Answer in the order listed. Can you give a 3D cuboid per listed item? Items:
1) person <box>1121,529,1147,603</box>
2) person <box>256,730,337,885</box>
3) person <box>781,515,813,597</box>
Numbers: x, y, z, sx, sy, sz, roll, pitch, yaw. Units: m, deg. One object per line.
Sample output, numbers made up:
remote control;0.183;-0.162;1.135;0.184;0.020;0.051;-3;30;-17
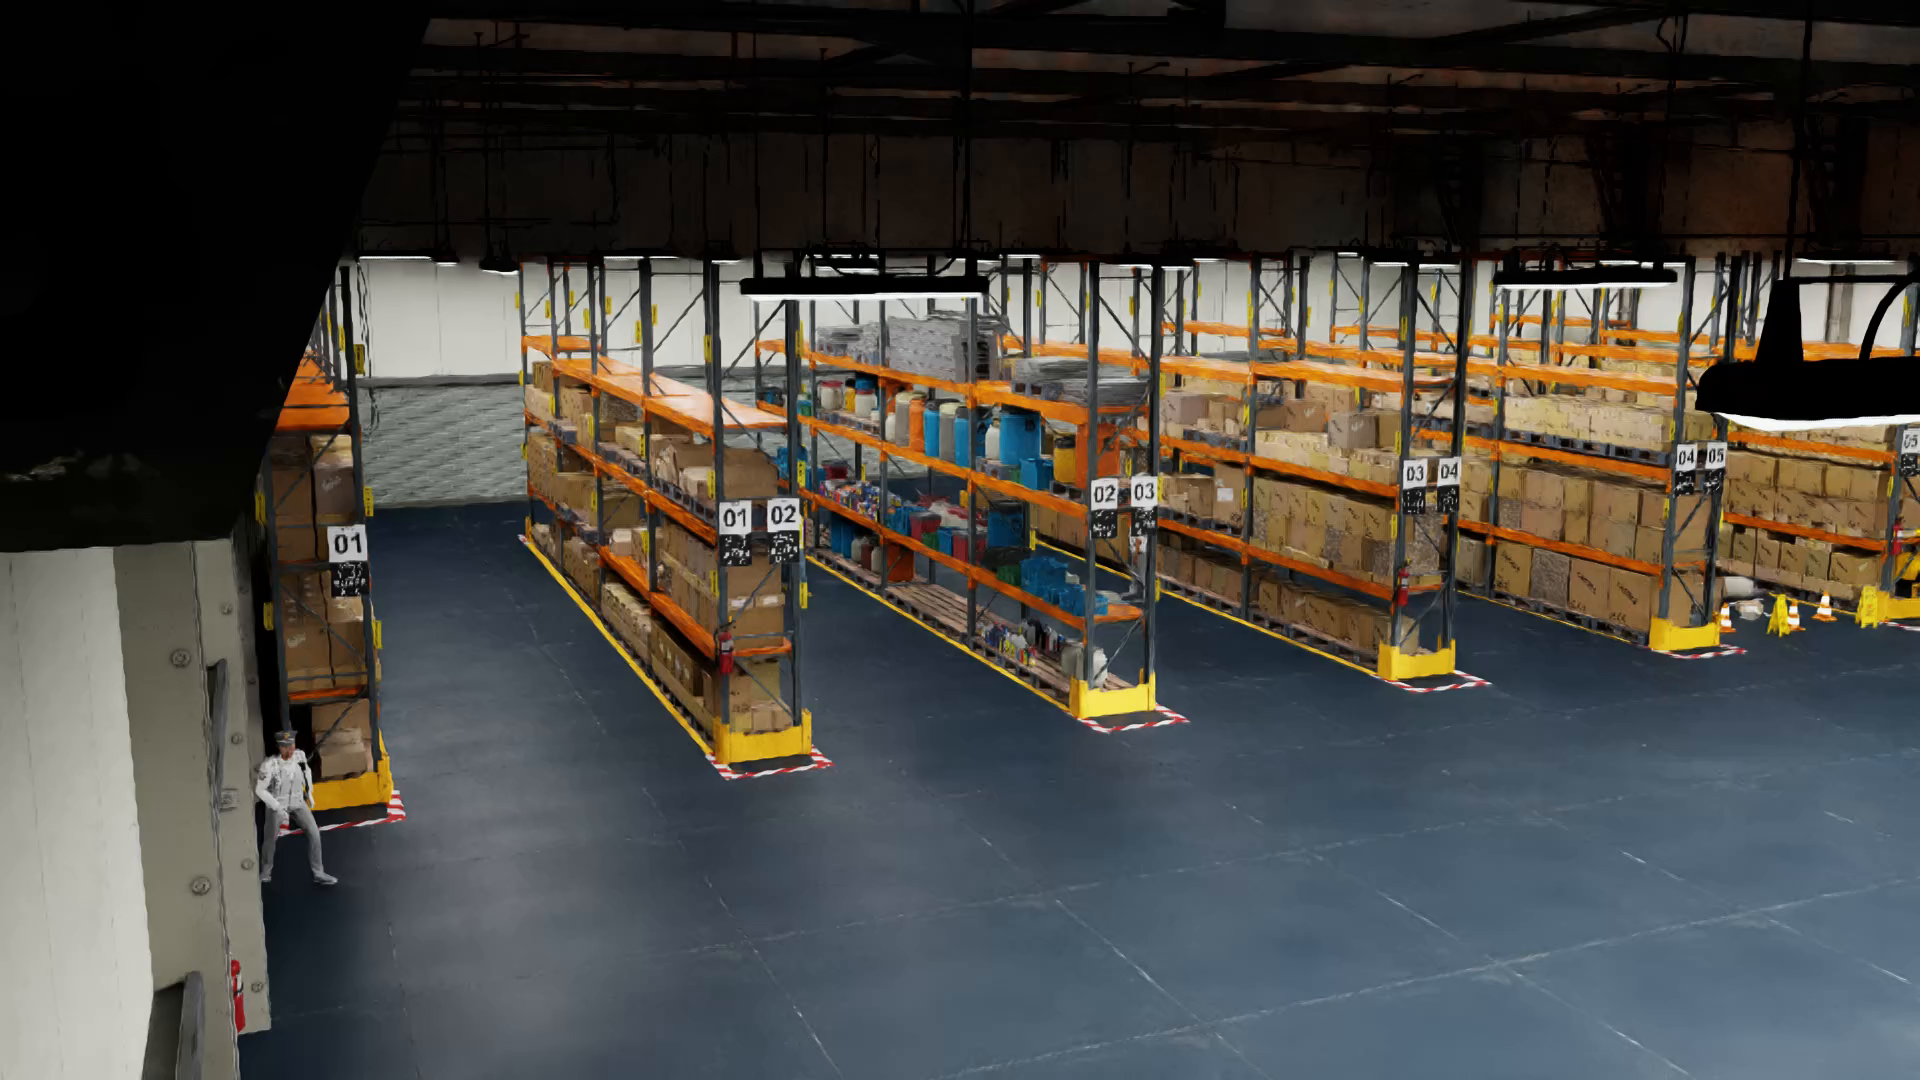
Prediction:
person;3.100;0.232;29.115;0.556;1.653;0.597;1;10;4
person;-6.609;2.596;16.333;0.638;1.607;0.814;-8;13;-39
person;-2.979;0.139;29.523;0.575;1.691;1.121;-4;11;-20
